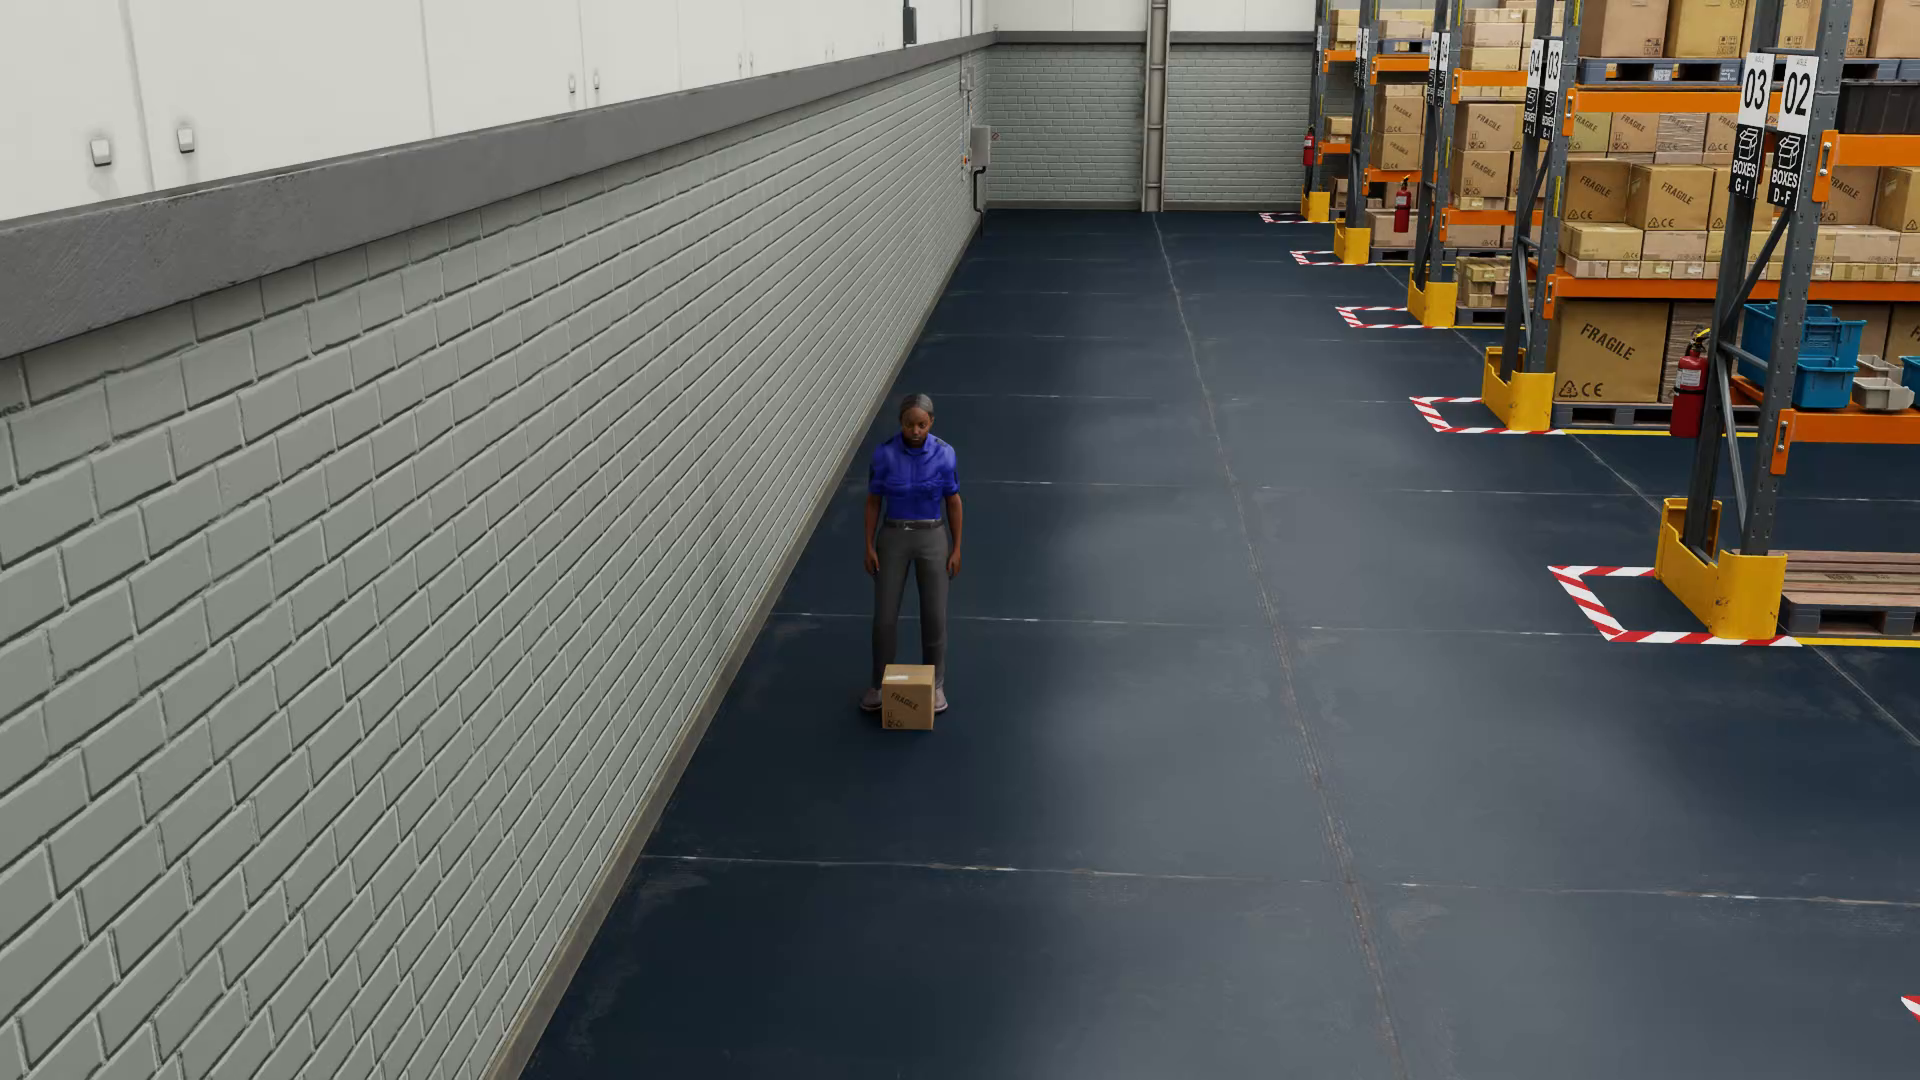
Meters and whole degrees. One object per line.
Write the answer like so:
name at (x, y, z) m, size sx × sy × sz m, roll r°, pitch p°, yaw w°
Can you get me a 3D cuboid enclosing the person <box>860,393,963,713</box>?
person at (-0.250, 0.059, 8.399) m, size 0.525 × 1.639 × 0.350 m, roll 0°, pitch 18°, yaw 1°
